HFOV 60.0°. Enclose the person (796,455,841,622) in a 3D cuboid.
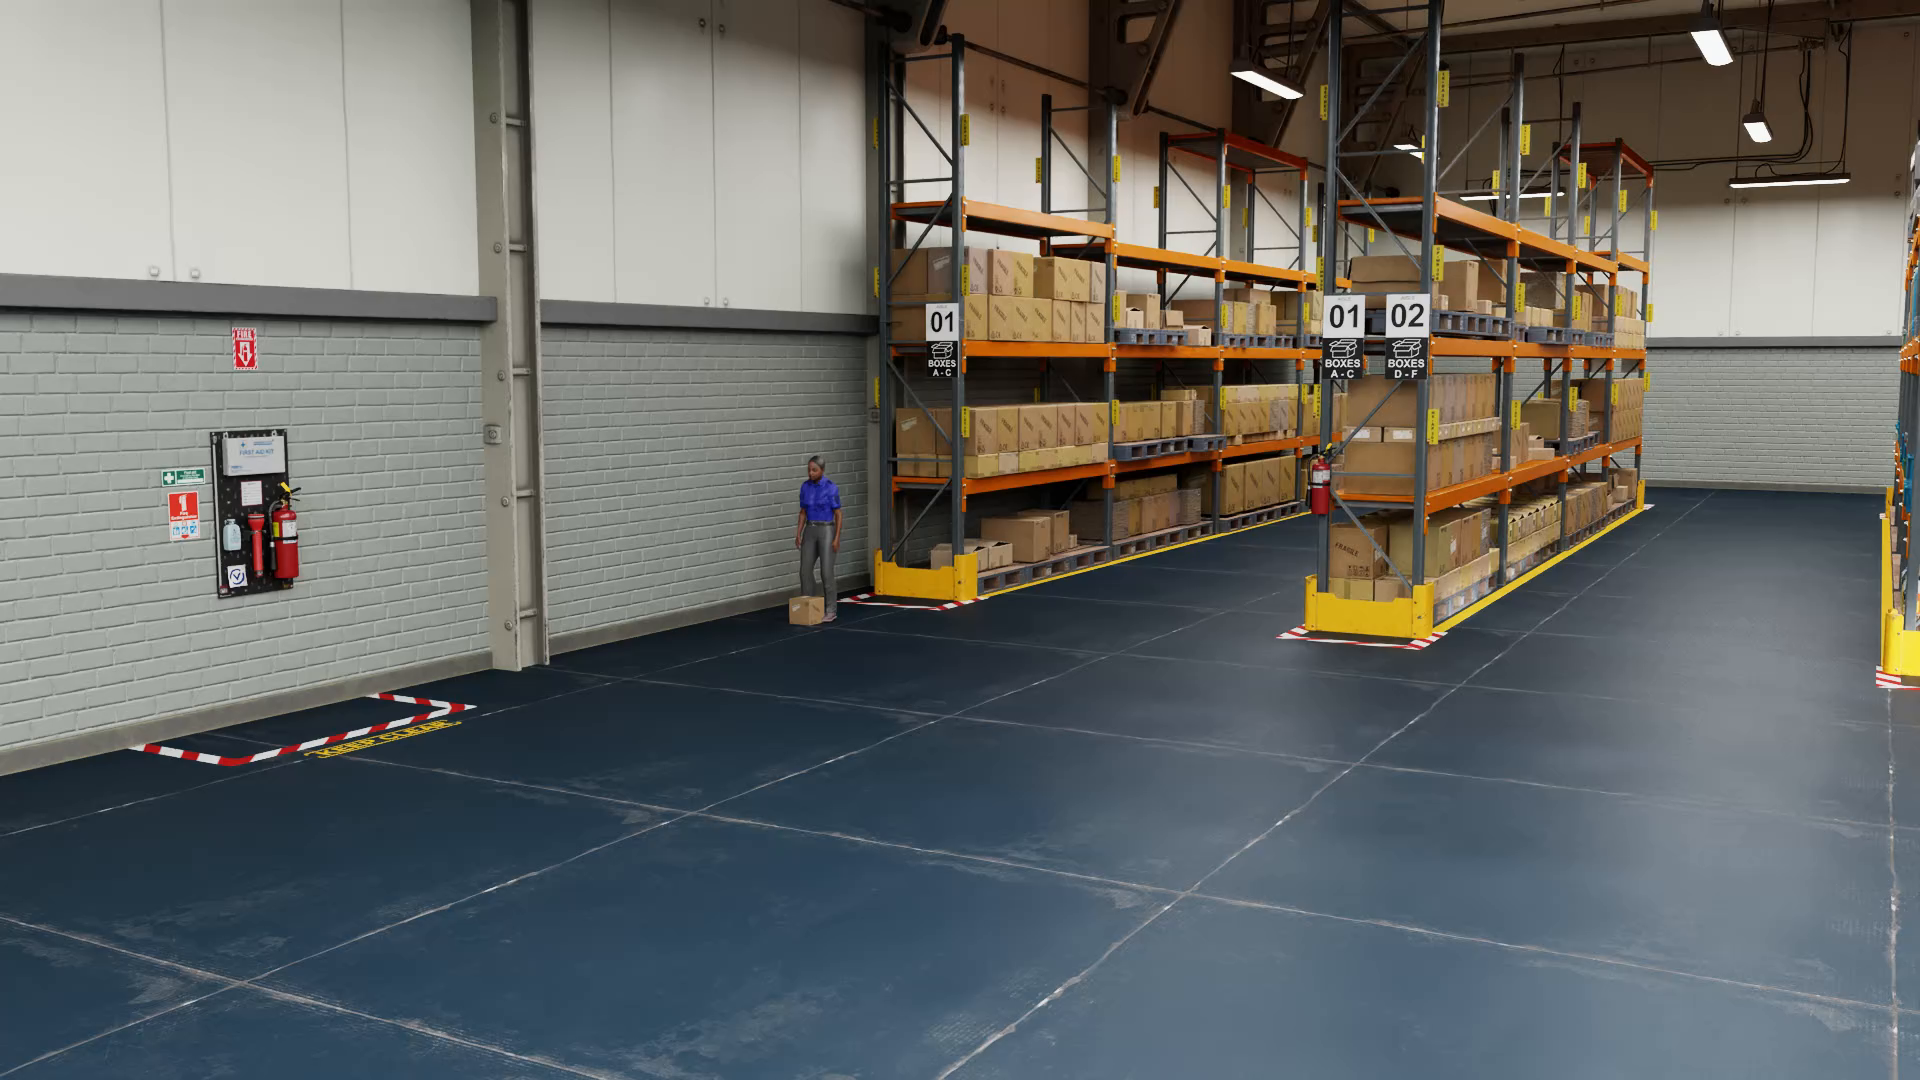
[{"bbox_3d":[-1.419,-0.022,16.602,0.504,1.654,0.349,3,7,29],"label":"person"}]
